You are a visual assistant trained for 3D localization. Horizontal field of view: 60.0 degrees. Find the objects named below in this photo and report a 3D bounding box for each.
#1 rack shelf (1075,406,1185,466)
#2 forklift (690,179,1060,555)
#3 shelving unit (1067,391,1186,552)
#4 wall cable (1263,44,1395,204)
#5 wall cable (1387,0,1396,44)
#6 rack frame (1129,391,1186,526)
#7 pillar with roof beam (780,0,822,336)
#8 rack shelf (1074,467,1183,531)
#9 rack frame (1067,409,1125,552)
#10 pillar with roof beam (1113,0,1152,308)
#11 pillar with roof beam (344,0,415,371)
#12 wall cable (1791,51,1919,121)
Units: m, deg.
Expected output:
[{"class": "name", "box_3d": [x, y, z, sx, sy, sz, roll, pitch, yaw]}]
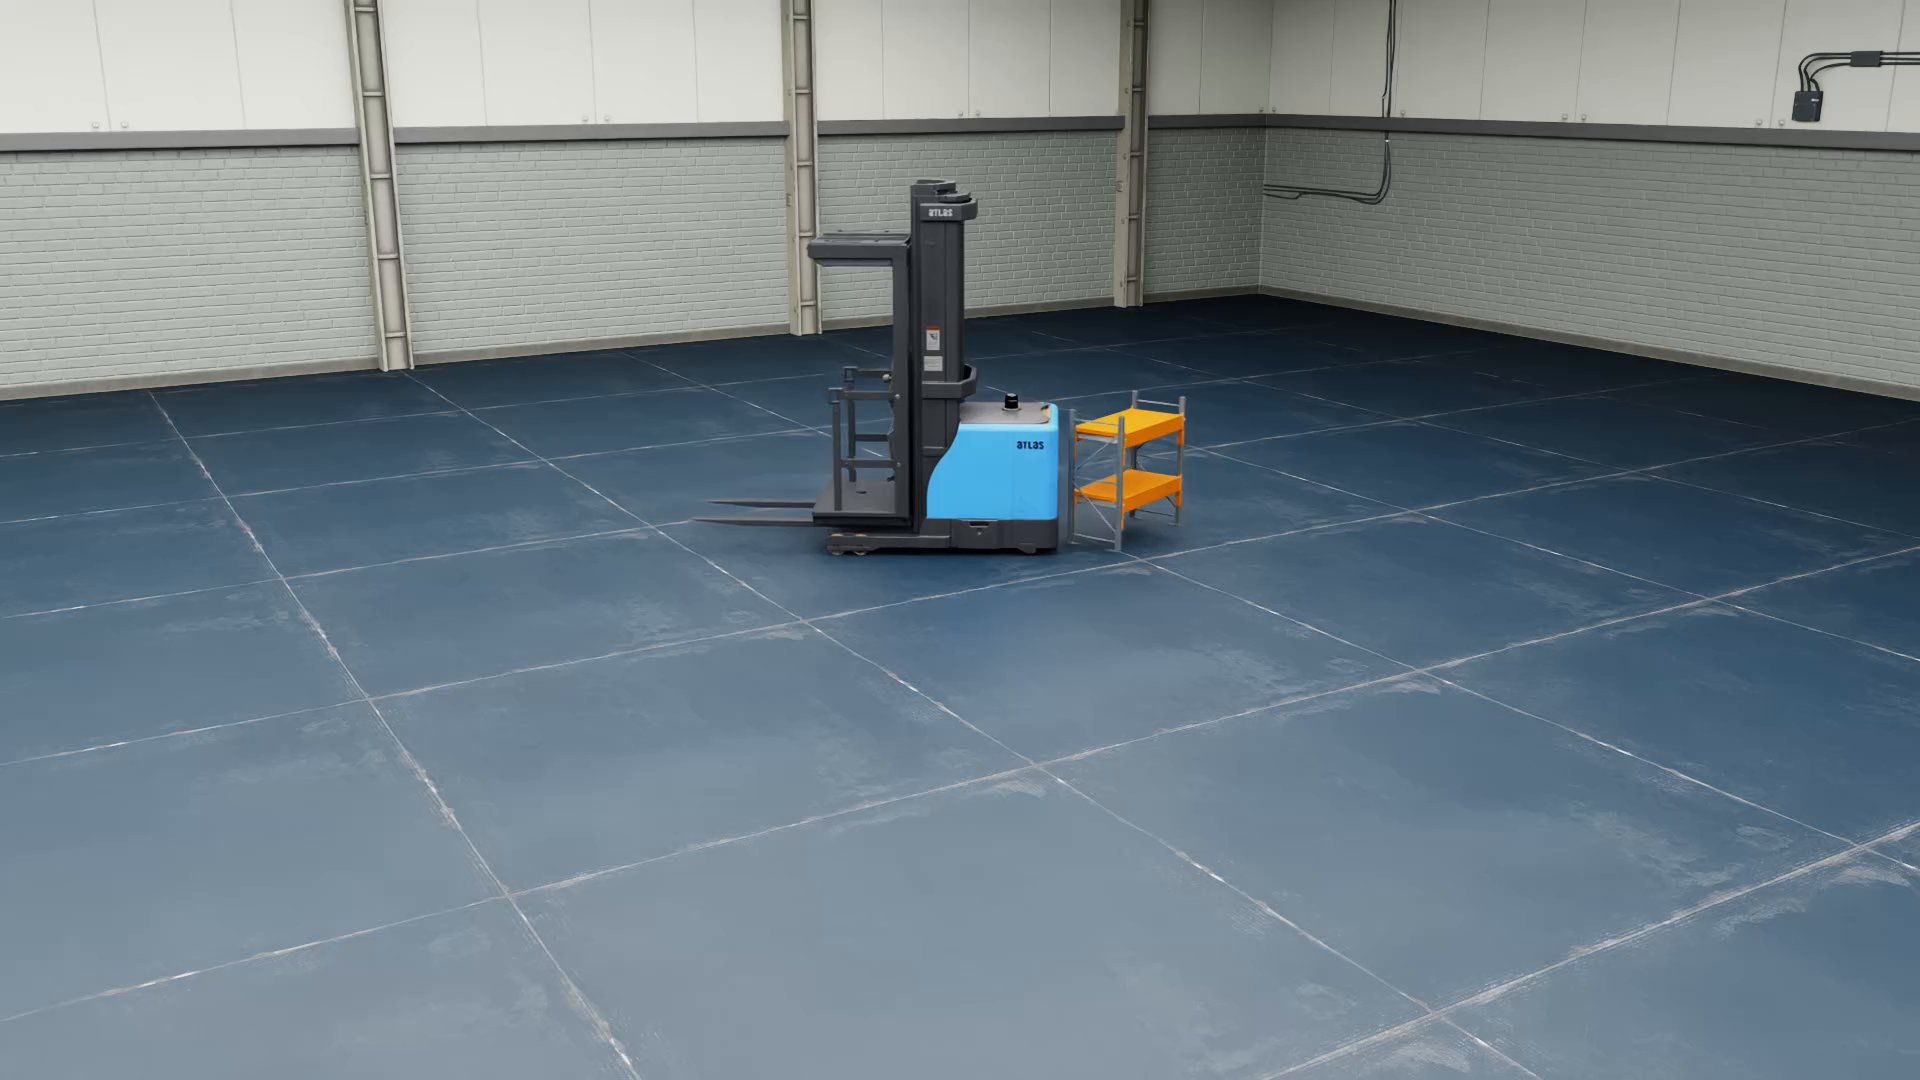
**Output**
[{"class": "rack shelf", "box_3d": [1.401, -0.875, 13.864, 0.538, 0.278, 1.000, 11, 19, 34]}, {"class": "forklift", "box_3d": [-0.692, -1.435, 13.598, 3.031, 2.935, 1.130, 1, 16, 3]}, {"class": "shelving unit", "box_3d": [1.401, -0.593, 13.943, 0.538, 1.125, 1.048, 11, 19, 34]}, {"class": "wall cable", "box_3d": [6.031, -6.883, 27.545, 0.112, 2.526, 3.097, -9, 18, -30]}, {"class": "wall cable", "box_3d": [7.425, -8.689, 24.630, 0.112, 2.526, 3.097, -9, 18, -30]}, {"class": "rack frame", "box_3d": [1.697, -0.705, 14.340, 0.500, 1.125, 0.032, 11, 19, 34]}, {"class": "pillar with roof beam", "box_3d": [-0.101, -6.444, 20.227, 0.400, 9.000, 9.100, -9, 18, -30]}, {"class": "rack shelf", "box_3d": [1.401, -0.358, 14.009, 0.538, 0.278, 1.000, 11, 19, 34]}, {"class": "rack frame", "box_3d": [1.104, -0.482, 13.546, 0.500, 1.125, 0.032, 11, 19, 34]}, {"class": "pillar with roof beam", "box_3d": [5.042, -7.278, 23.203, 0.400, 9.000, 9.100, -9, 18, -30]}, {"class": "pillar with roof beam", "box_3d": [-5.244, -5.610, 17.252, 0.400, 9.000, 9.100, -9, 18, -30]}, {"class": "wall cable", "box_3d": [10.907, -7.817, 18.823, 0.169, 6.003, 2.305, -9, 18, -30]}]
